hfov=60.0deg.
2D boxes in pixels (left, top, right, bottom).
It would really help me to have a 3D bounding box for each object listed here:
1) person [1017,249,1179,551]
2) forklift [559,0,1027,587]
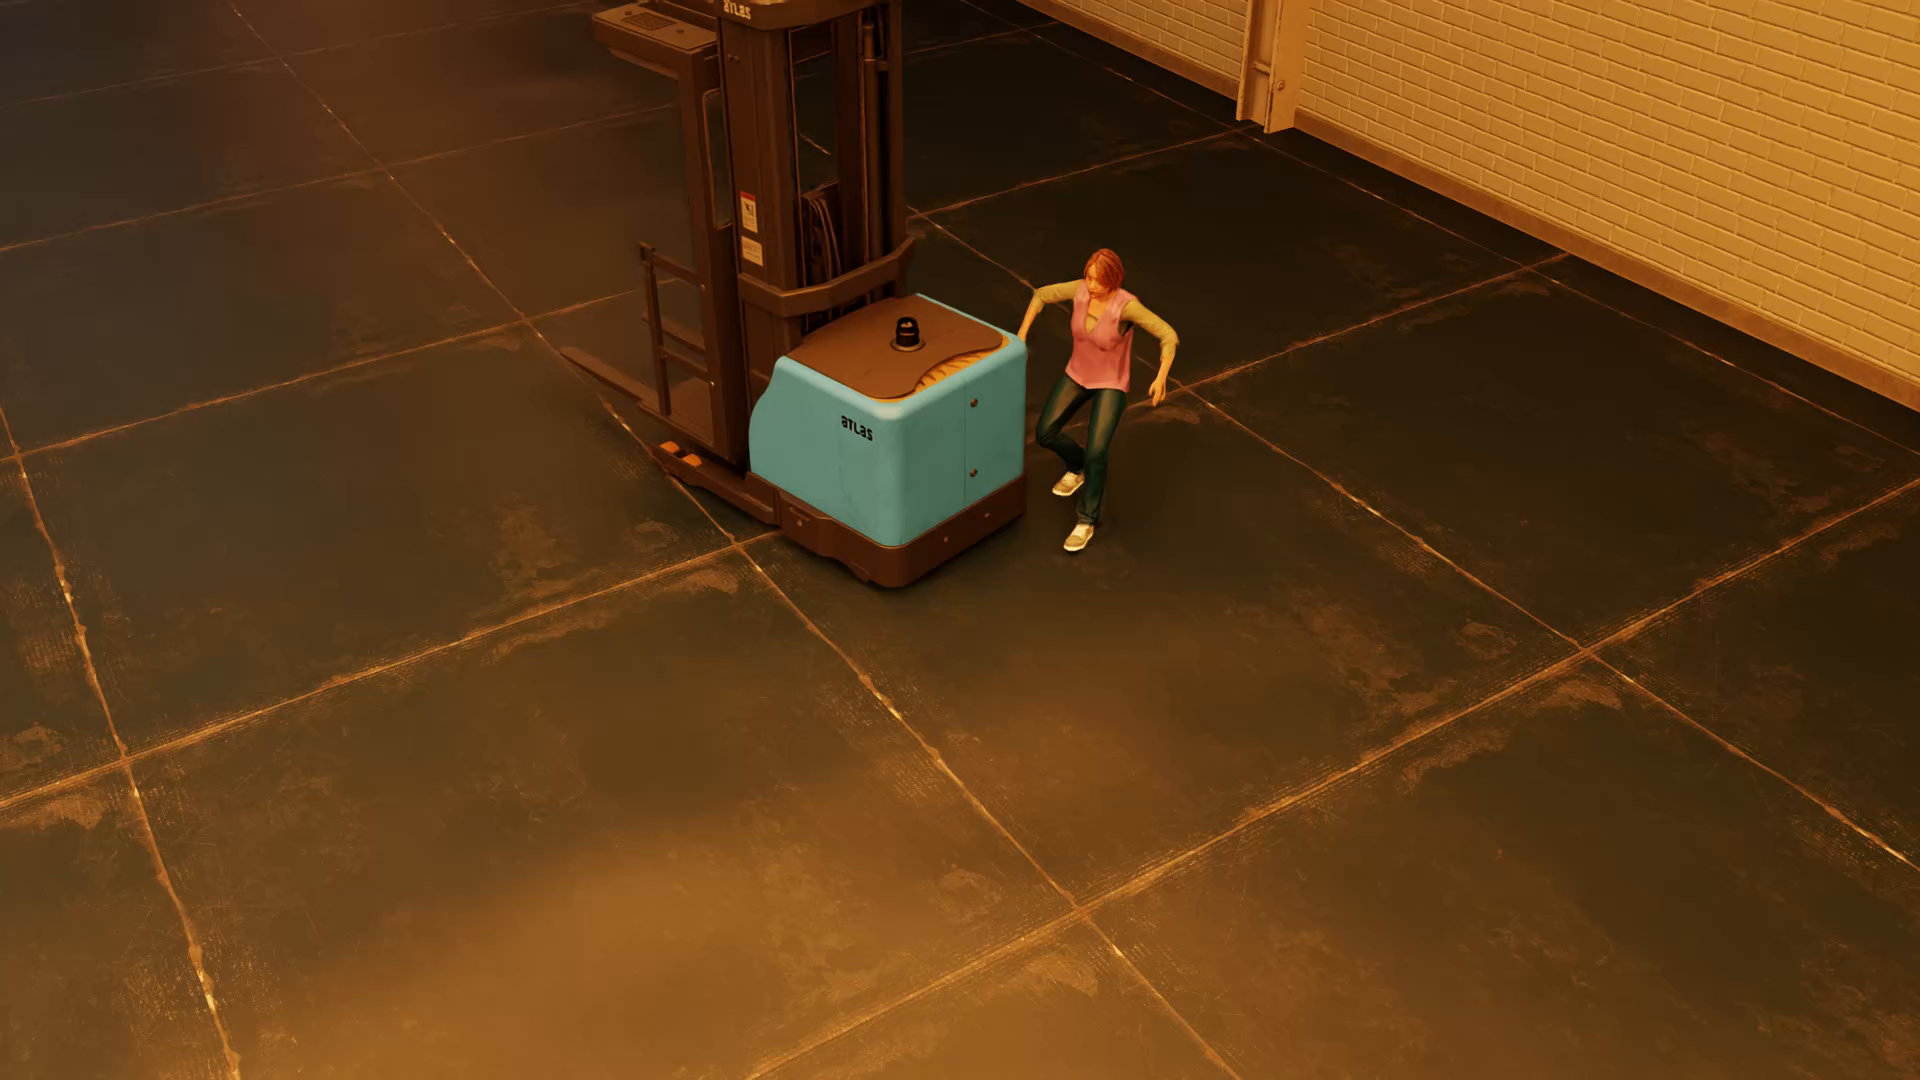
[{"bbox_3d":[0.623,-0.740,8.451,0.887,1.476,0.682,24,42,30],"label":"person"},{"bbox_3d":[-1.068,-1.695,8.561,3.031,2.935,1.130,28,44,34],"label":"forklift"}]
